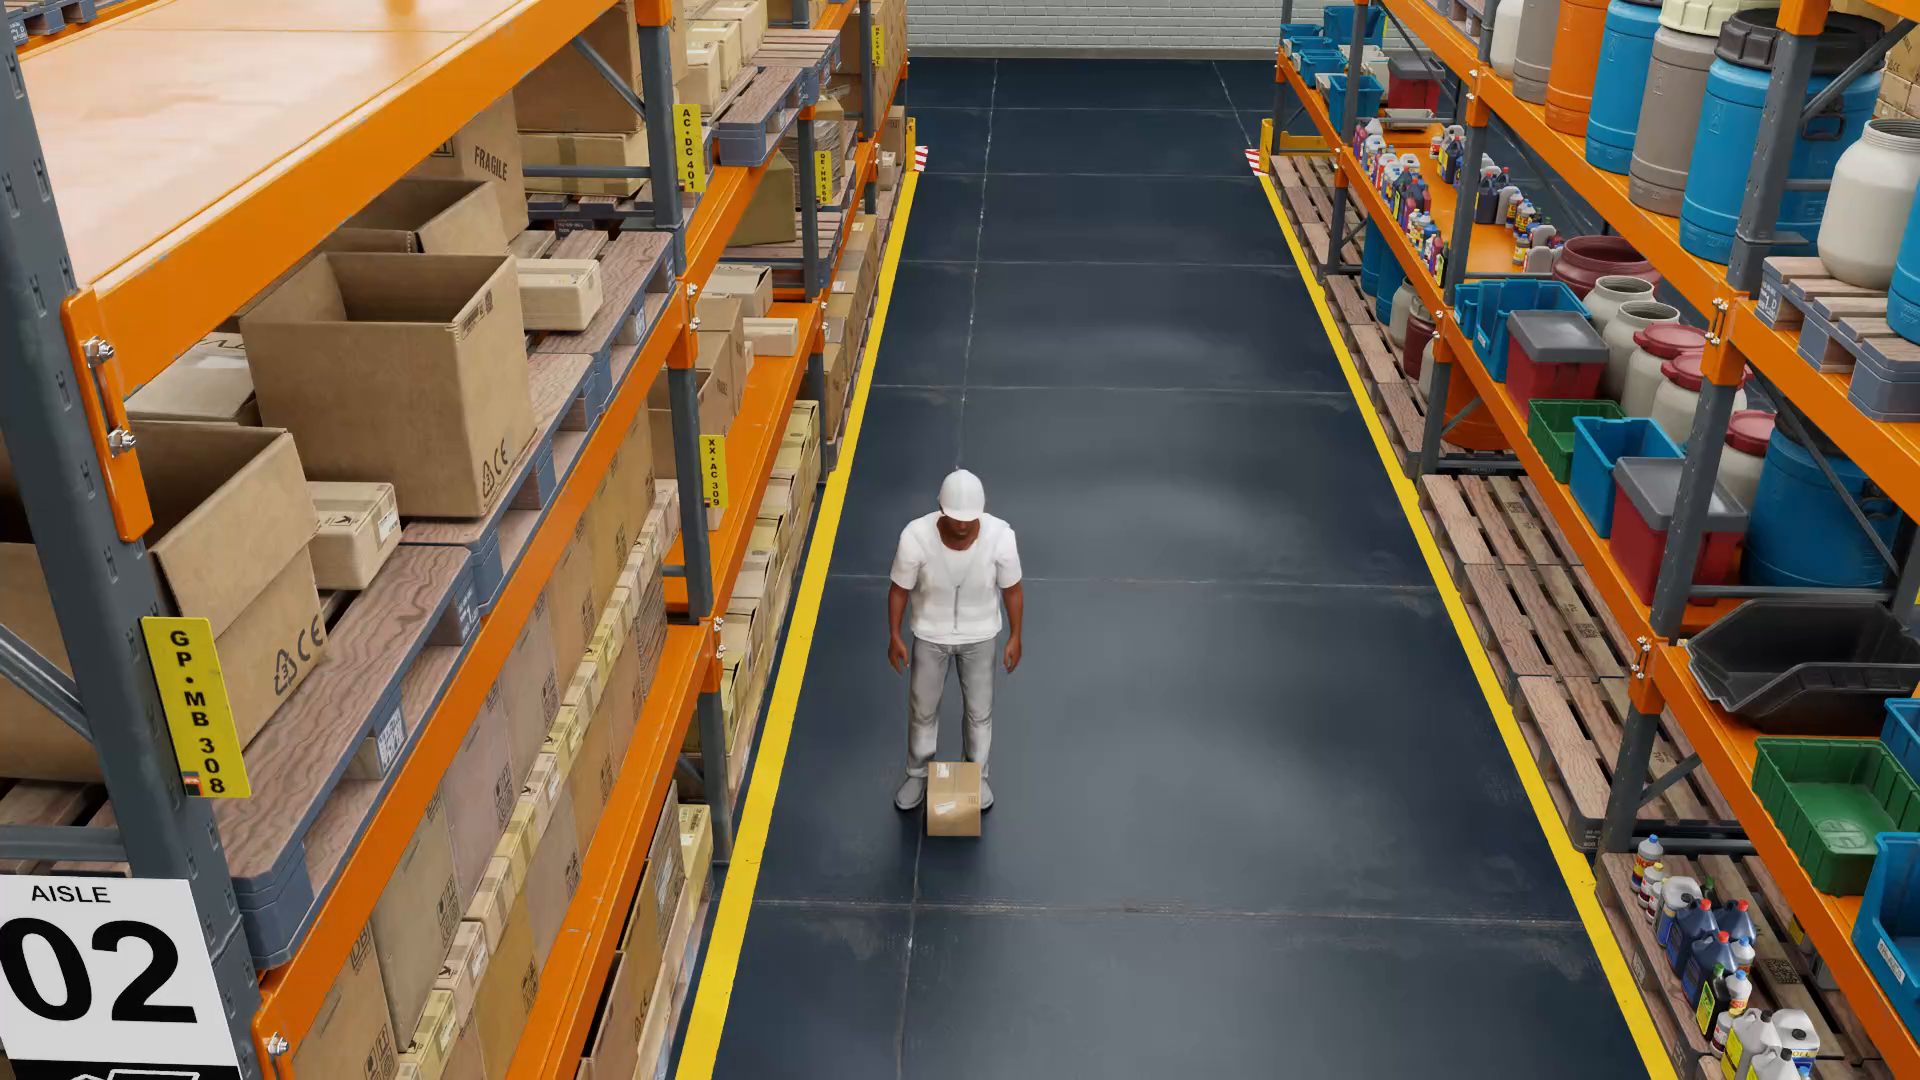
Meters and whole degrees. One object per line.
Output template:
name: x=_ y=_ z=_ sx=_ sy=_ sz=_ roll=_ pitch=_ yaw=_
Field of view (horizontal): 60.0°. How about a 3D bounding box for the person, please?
person: x=-0.021 y=0.456 z=7.738 sx=0.632 sy=1.759 sz=0.462 roll=-1 pitch=28 yaw=-1
